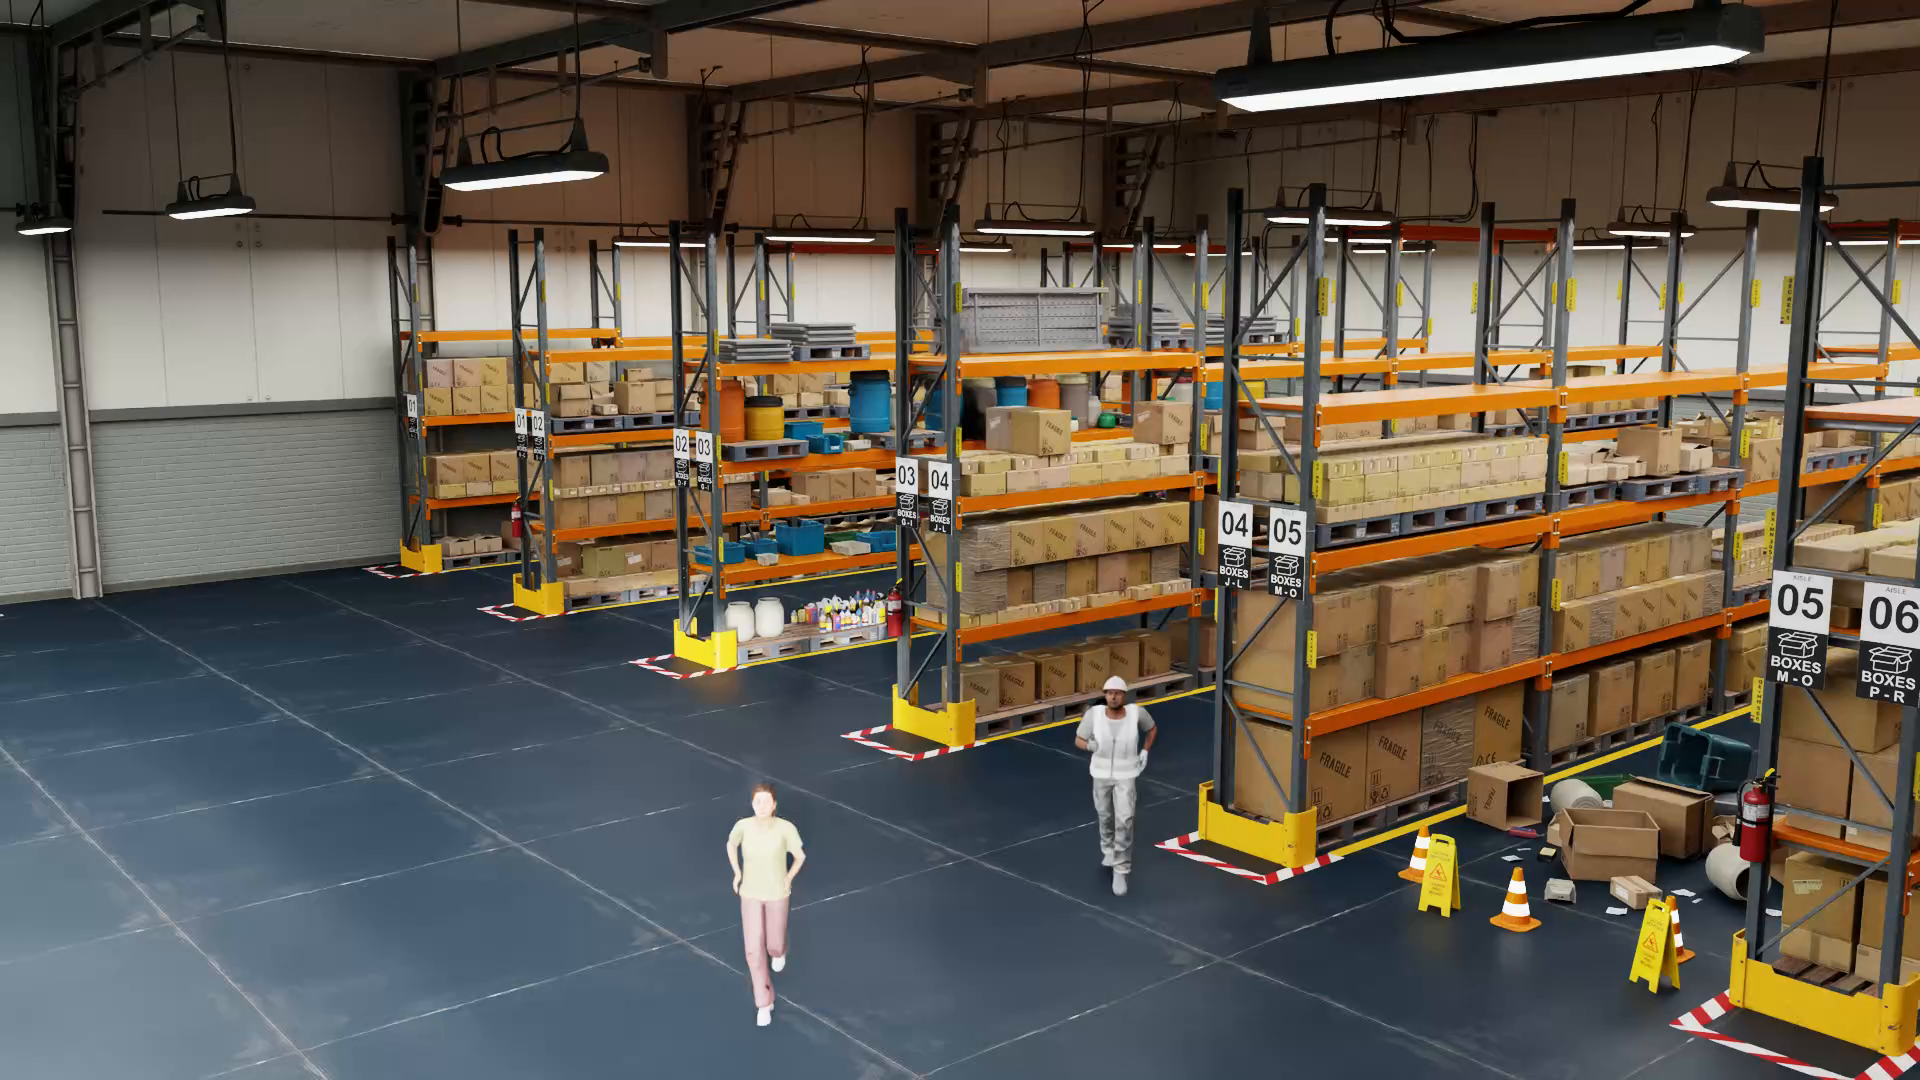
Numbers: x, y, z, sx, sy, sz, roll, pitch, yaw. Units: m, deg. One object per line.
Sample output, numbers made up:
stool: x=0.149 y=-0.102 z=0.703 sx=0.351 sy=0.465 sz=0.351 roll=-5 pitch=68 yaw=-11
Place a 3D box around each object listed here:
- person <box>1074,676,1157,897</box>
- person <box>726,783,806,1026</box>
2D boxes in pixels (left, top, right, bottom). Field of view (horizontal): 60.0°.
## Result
person: x=1.325 y=2.071 z=14.399 sx=0.672 sy=1.832 sz=0.772 roll=2 pitch=9 yaw=15
person: x=-1.398 y=2.547 z=11.951 sx=0.579 sy=1.660 sz=0.818 roll=0 pitch=9 yaw=1
